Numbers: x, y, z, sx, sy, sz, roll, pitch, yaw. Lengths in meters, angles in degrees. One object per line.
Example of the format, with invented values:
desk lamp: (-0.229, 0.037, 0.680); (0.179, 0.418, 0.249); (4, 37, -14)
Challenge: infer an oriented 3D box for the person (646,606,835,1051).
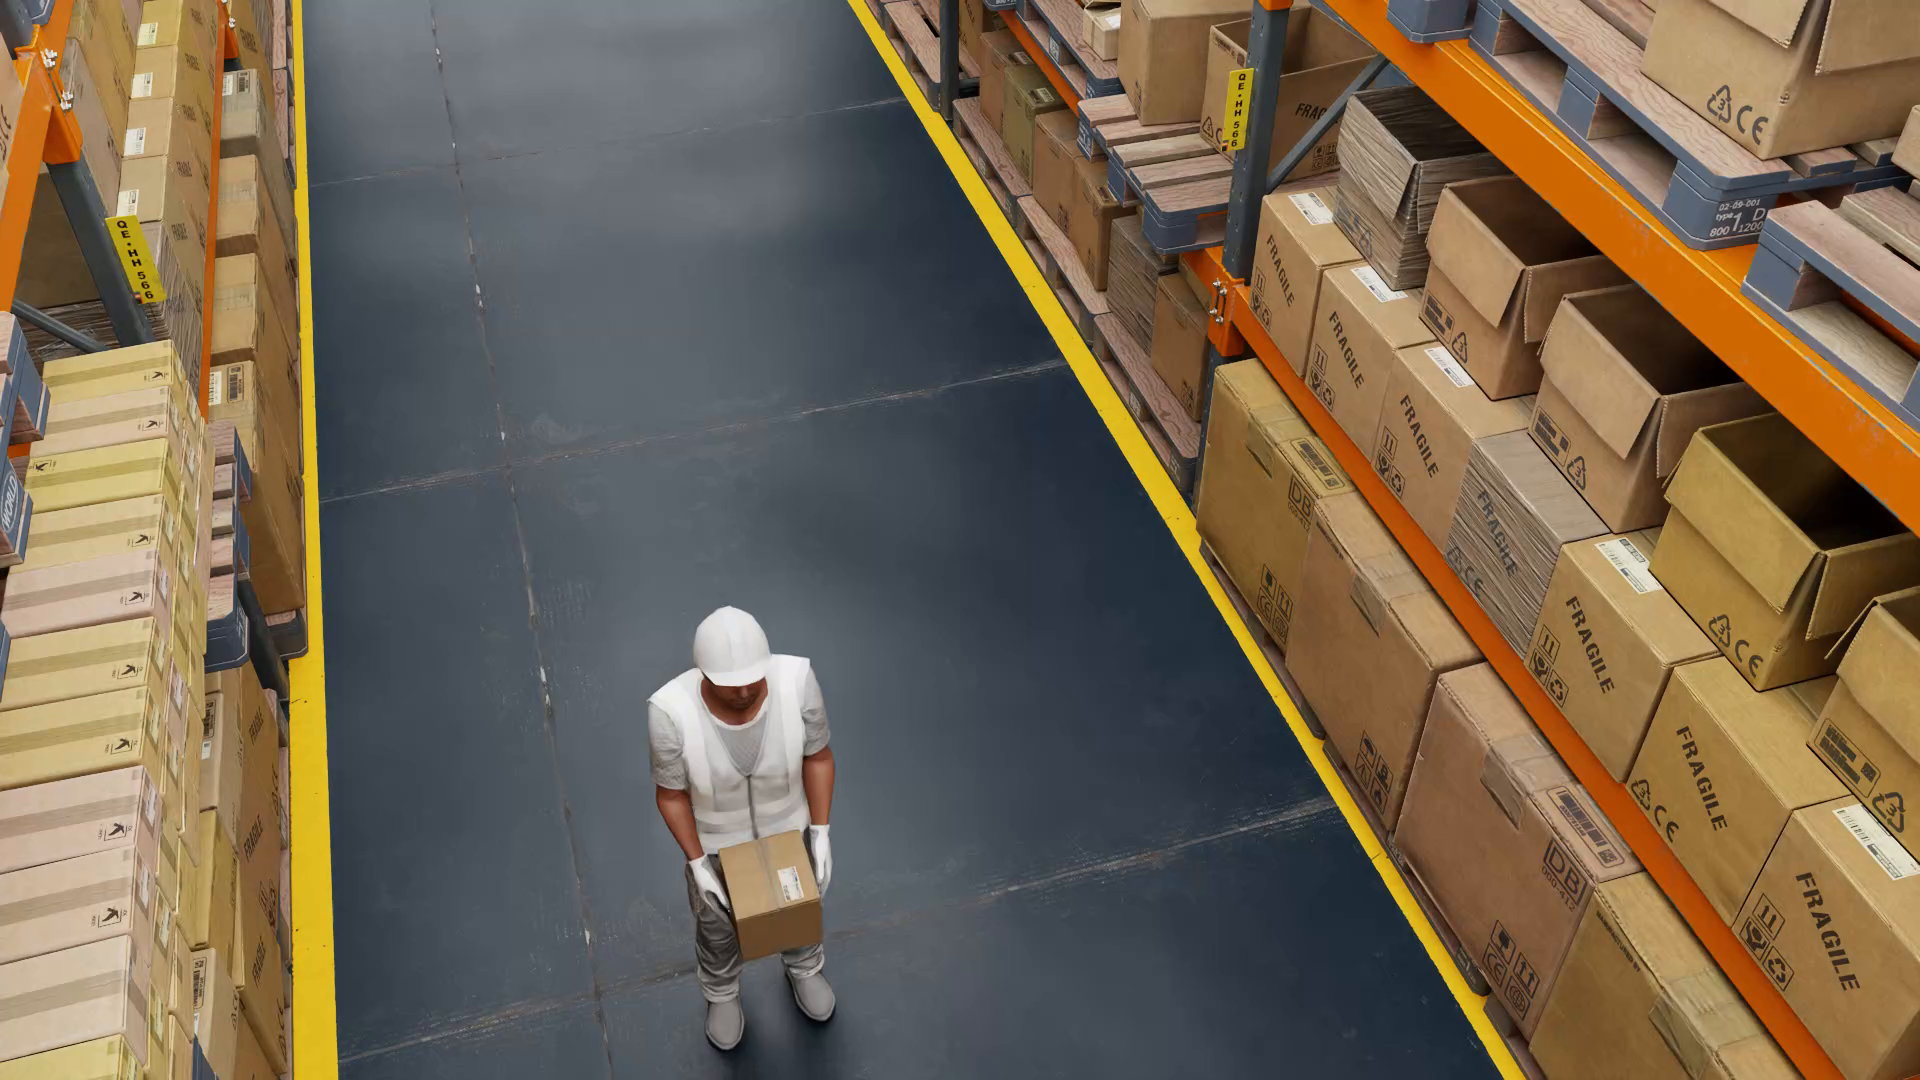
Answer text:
person: (-0.631, 0.914, 5.122); (0.549, 1.788, 0.496); (-12, 43, -13)
